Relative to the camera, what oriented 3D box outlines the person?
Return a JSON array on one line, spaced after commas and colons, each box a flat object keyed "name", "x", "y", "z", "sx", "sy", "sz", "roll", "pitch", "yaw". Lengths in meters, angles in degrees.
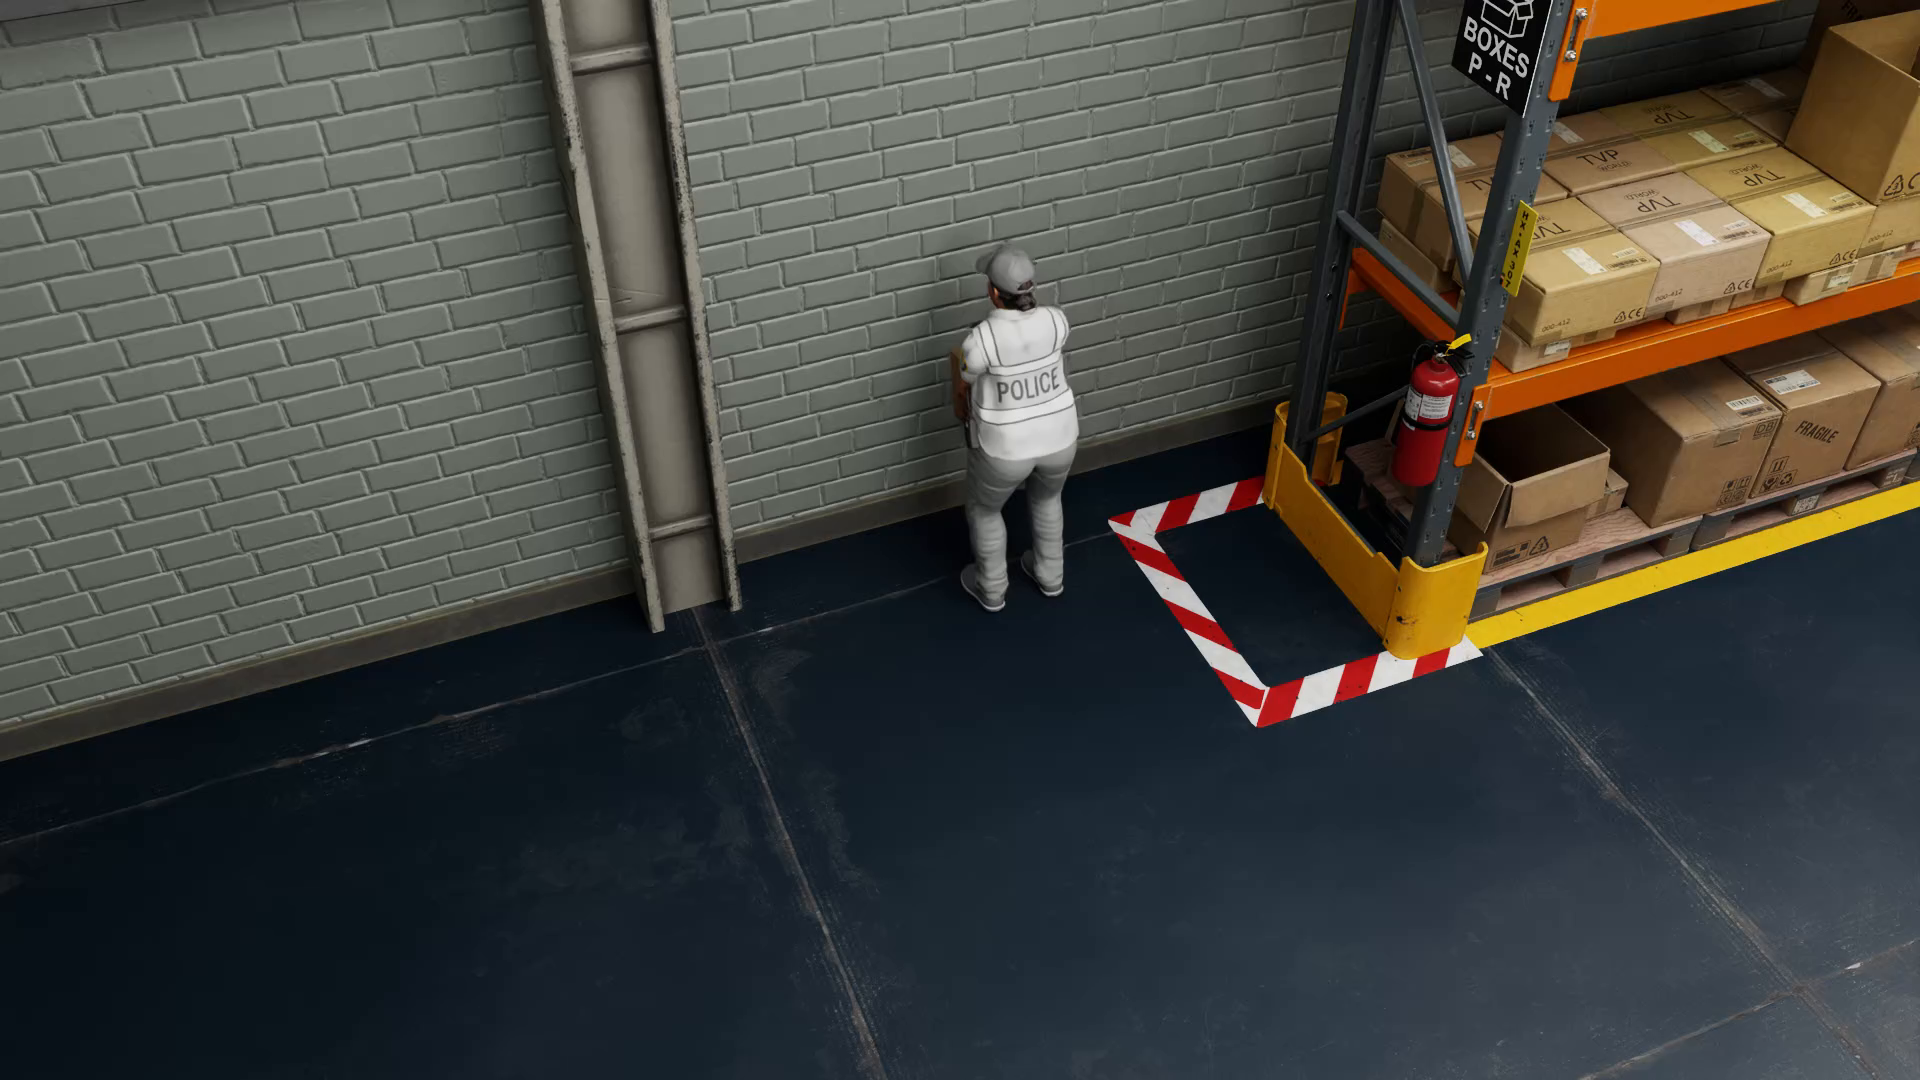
[{"name": "person", "x": 0.205, "y": -0.444, "z": 6.666, "sx": 0.452, "sy": 1.655, "sz": 0.565, "roll": -16, "pitch": 44, "yaw": -17}]
